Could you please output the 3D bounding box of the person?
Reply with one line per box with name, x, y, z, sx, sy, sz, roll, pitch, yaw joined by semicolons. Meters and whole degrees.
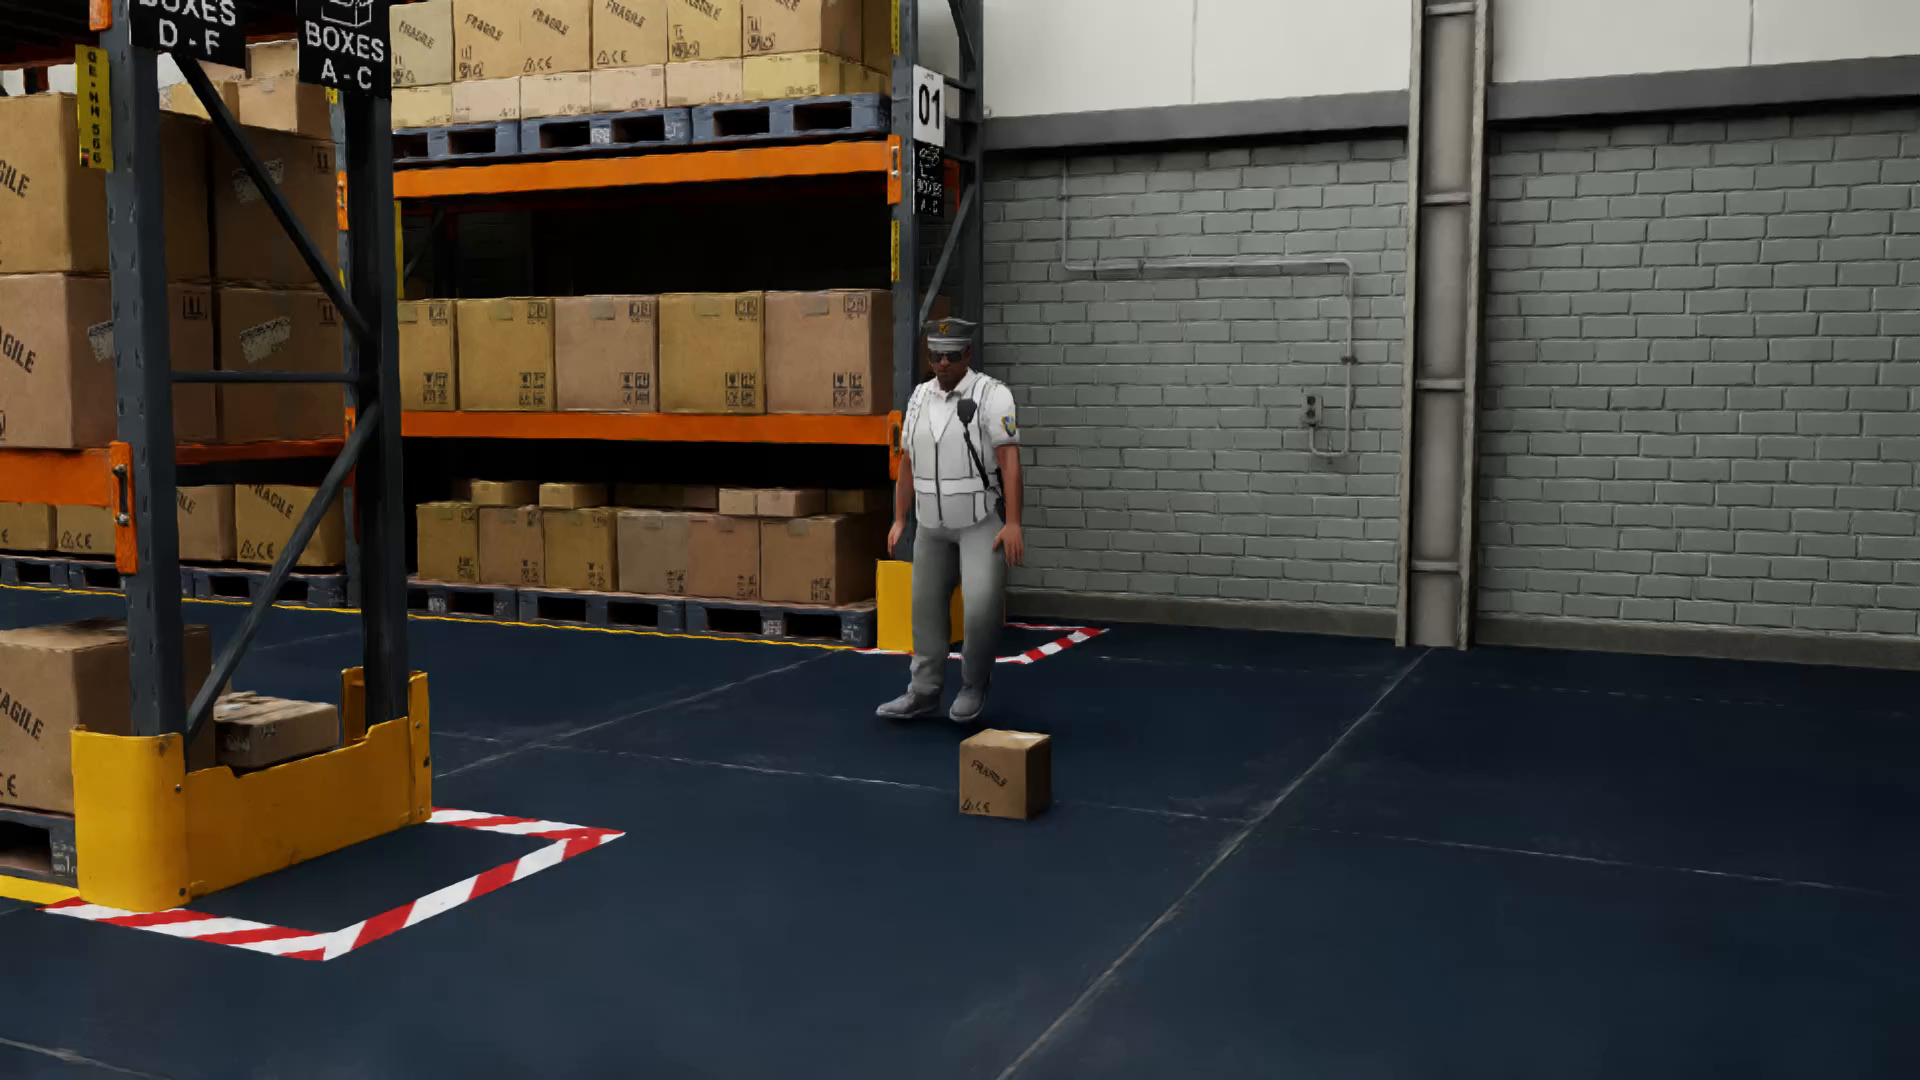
person;-0.022;-0.071;7.074;0.725;1.730;0.423;3;6;30
